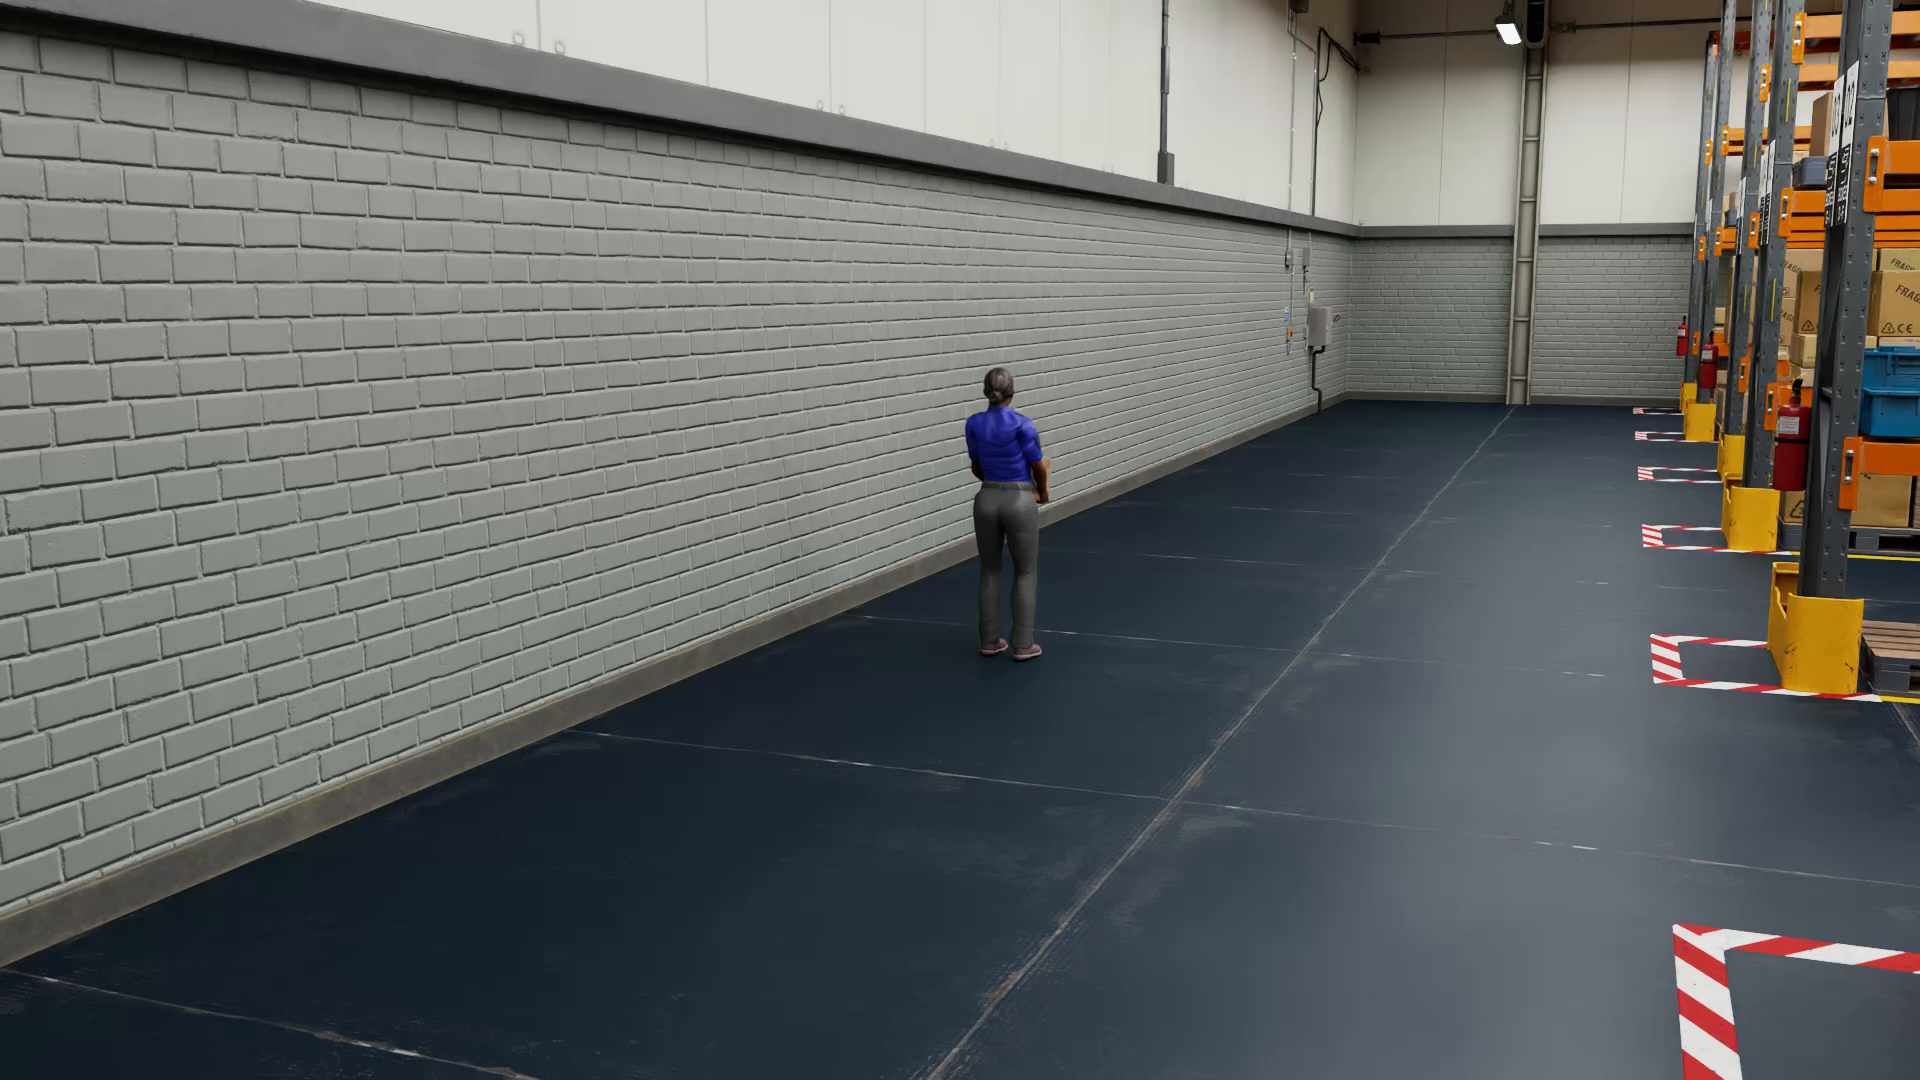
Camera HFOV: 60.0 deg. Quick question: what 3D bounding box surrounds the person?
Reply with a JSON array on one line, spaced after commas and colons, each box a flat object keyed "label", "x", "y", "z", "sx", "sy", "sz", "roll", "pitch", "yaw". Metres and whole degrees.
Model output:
[{"label": "person", "x": 0.291, "y": -0.161, "z": 9.448, "sx": 0.451, "sy": 1.648, "sz": 0.494, "roll": 4, "pitch": 10, "yaw": 22}]
